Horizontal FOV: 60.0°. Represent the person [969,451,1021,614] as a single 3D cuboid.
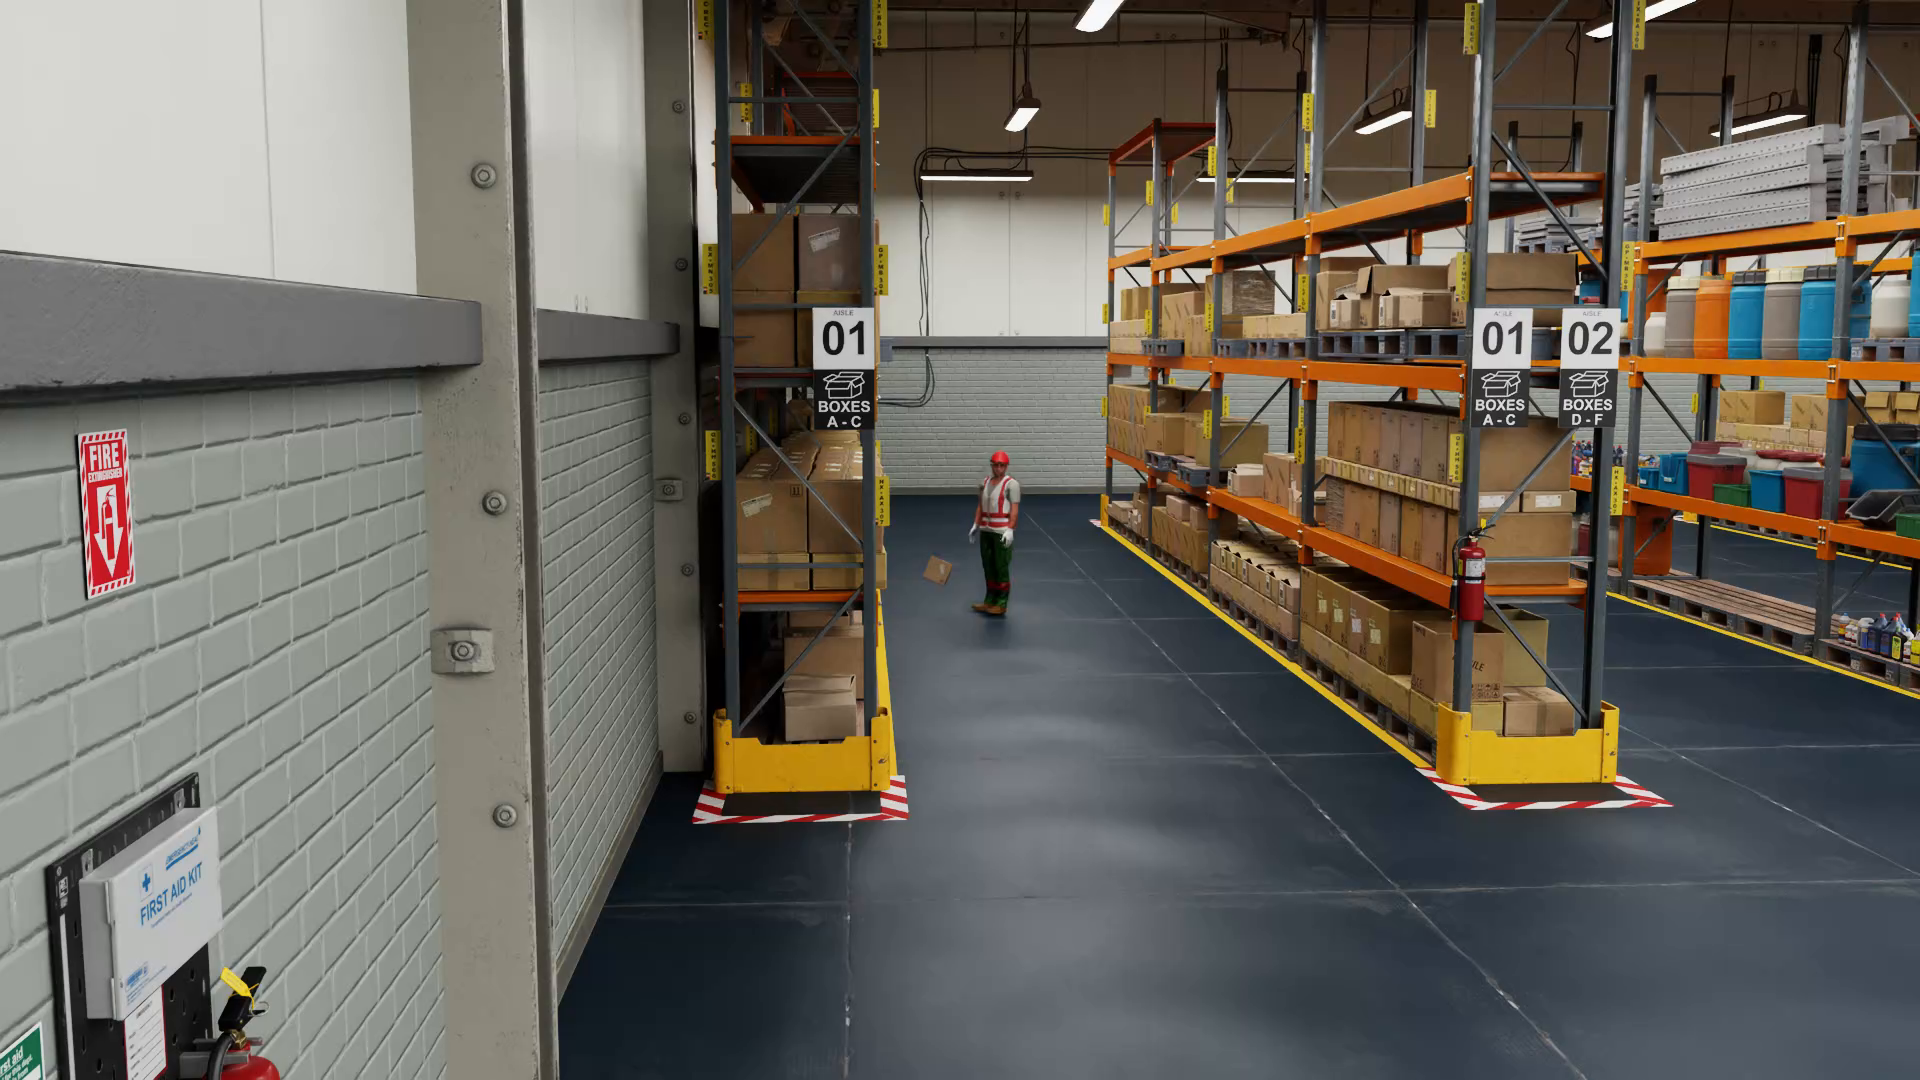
[{"bbox_3d":[0.352,-0.085,18.200,0.631,1.791,0.383,6,9,43],"label":"person"}]
